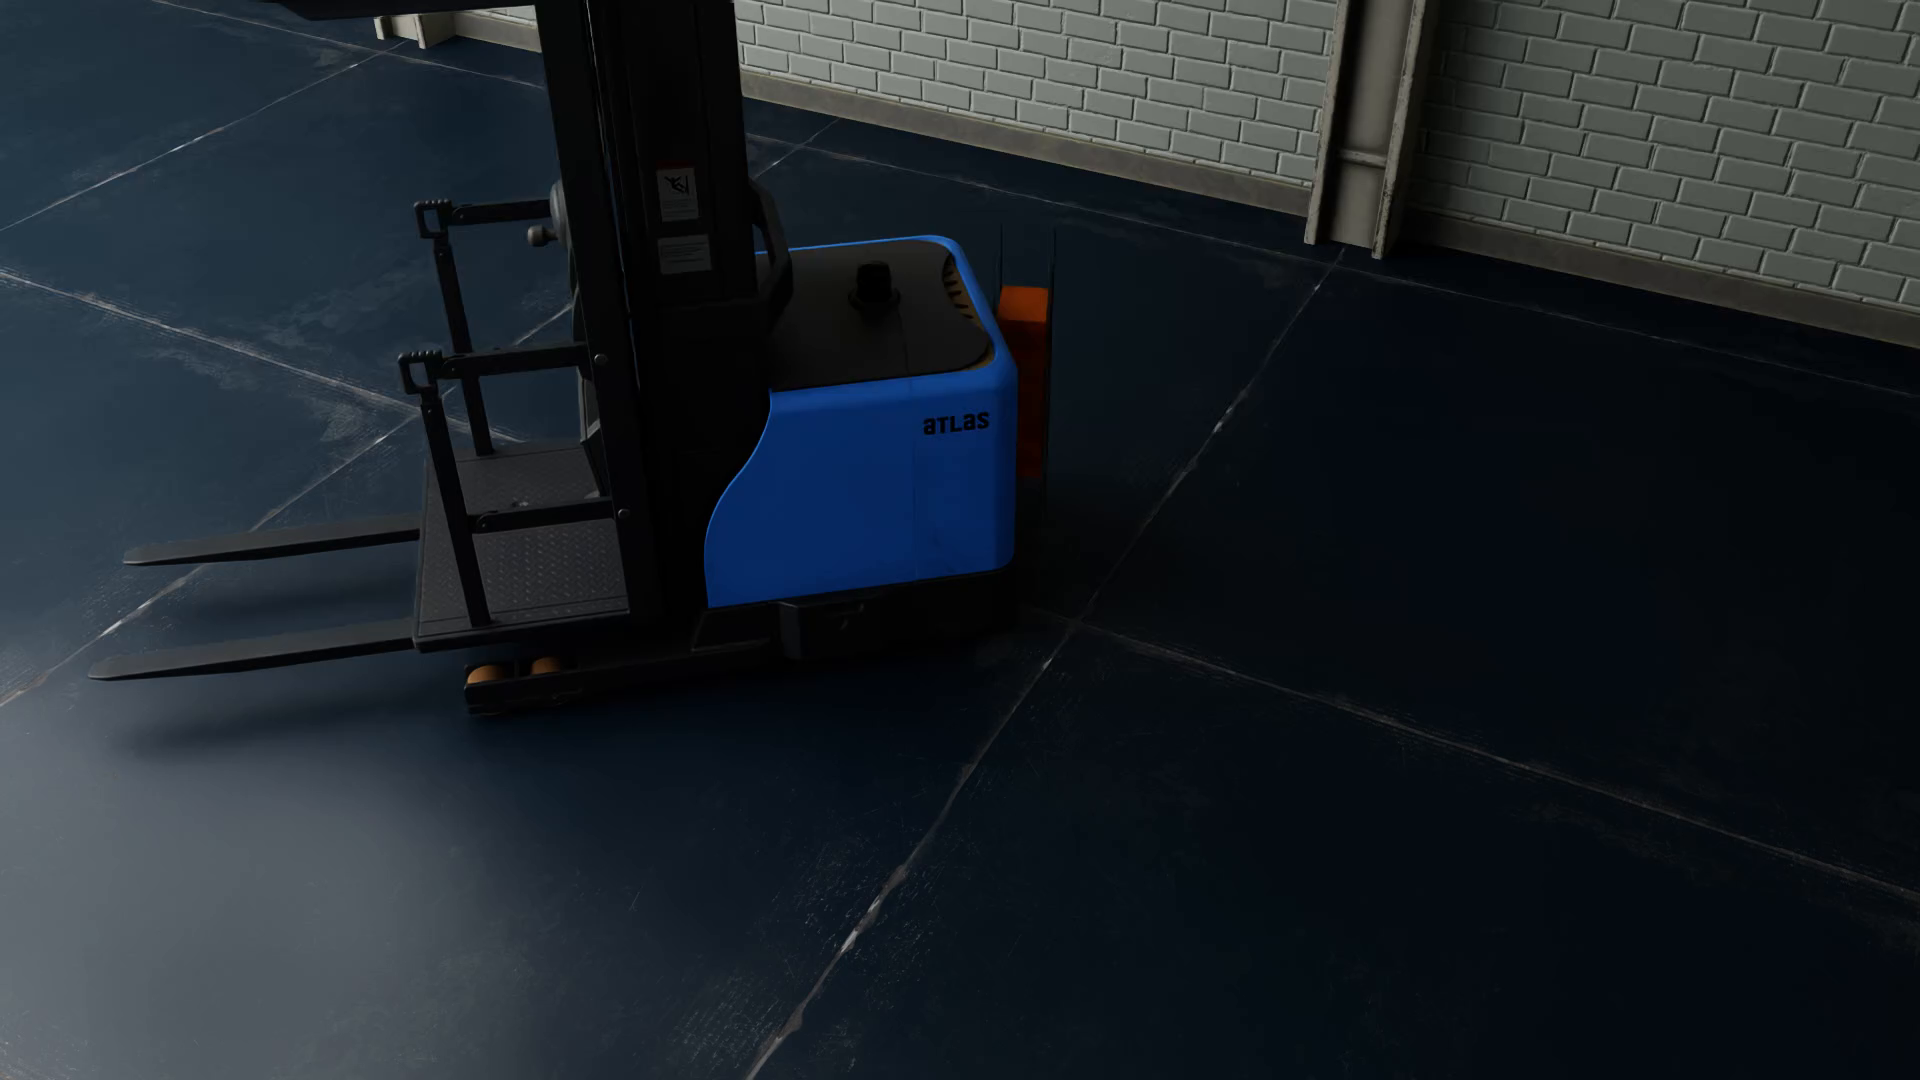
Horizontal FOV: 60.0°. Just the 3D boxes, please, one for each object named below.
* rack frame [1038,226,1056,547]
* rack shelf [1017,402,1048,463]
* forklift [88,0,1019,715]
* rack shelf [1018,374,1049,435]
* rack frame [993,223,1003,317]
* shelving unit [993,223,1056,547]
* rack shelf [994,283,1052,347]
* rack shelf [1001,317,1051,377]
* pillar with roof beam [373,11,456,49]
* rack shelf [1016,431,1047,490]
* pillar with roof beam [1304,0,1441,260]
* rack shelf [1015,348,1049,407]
[{"bbox_3d":[0.311,-0.522,5.946,0.006,1.200,0.240,4,37,6],"label":"rack frame"},{"bbox_3d":[0.220,-0.398,6.055,0.180,0.103,0.258,4,37,6],"label":"rack shelf"},{"bbox_3d":[-1.373,-0.940,5.065,3.031,2.935,1.130,-7,38,-10],"label":"forklift"},{"bbox_3d":[0.220,-0.494,5.982,0.180,0.103,0.258,4,37,6],"label":"rack shelf"},{"bbox_3d":[0.130,-0.536,5.964,0.006,1.200,0.240,4,37,6],"label":"rack frame"},{"bbox_3d":[0.220,-0.529,5.955,0.189,1.200,0.258,4,37,6],"label":"shelving unit"},{"bbox_3d":[0.220,-0.781,5.764,0.180,0.103,0.258,4,37,6],"label":"rack shelf"},{"bbox_3d":[0.220,-0.685,5.837,0.180,0.103,0.258,4,37,6],"label":"rack shelf"},{"bbox_3d":[-5.371,-4.432,4.646,0.400,9.000,9.100,17,41,21],"label":"pillar with roof beam"},{"bbox_3d":[0.220,-0.303,6.127,0.180,0.103,0.258,4,37,6],"label":"rack shelf"},{"bbox_3d":[-0.043,-2.763,2.448,0.400,9.000,9.100,17,41,21],"label":"pillar with roof beam"},{"bbox_3d":[0.220,-0.590,5.909,0.180,0.103,0.258,4,37,6],"label":"rack shelf"}]
